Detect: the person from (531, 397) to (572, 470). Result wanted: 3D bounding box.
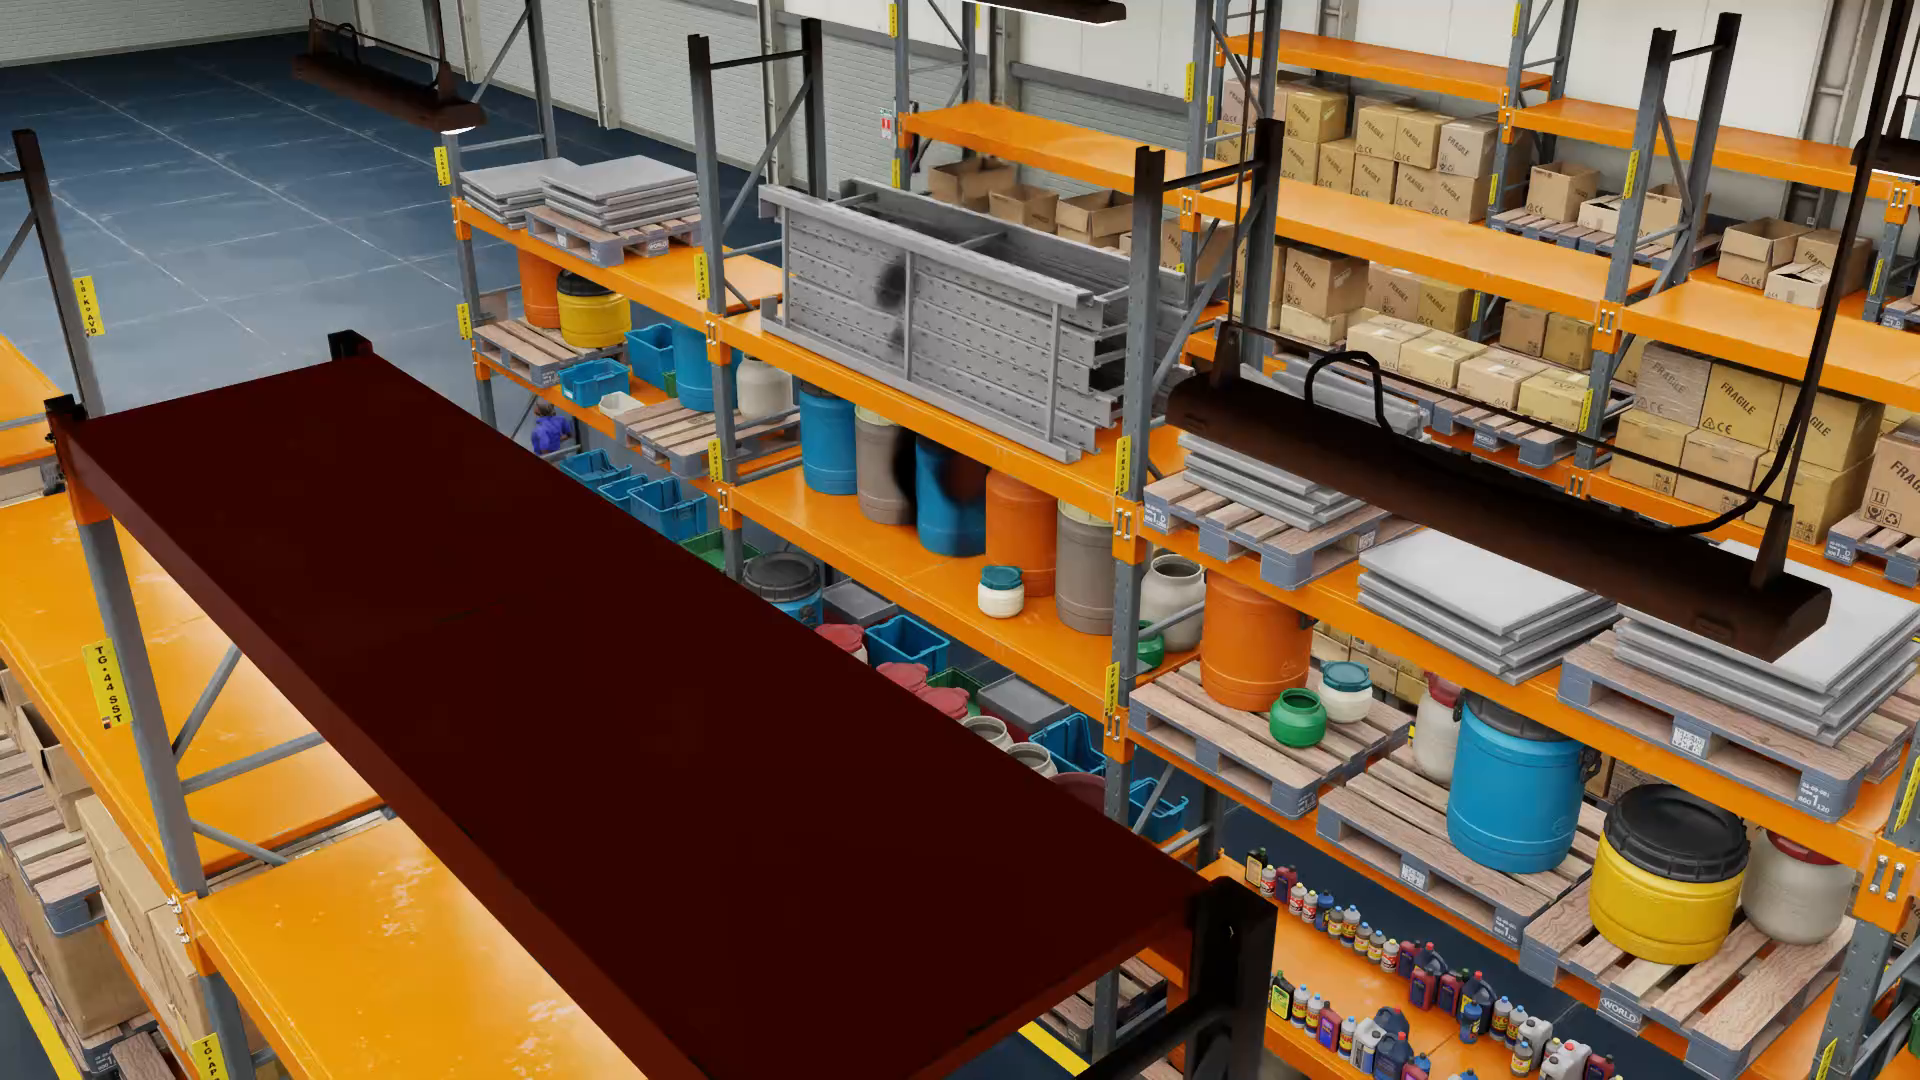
[{"bbox_3d":[-4.226,-0.732,17.275,0.587,1.623,0.623,10,29,19],"label":"person"}]

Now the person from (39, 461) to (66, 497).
[{"bbox_3d":[-8.887,-0.378,16.466,0.753,1.681,0.666,-4,27,-7],"label":"person"}]
